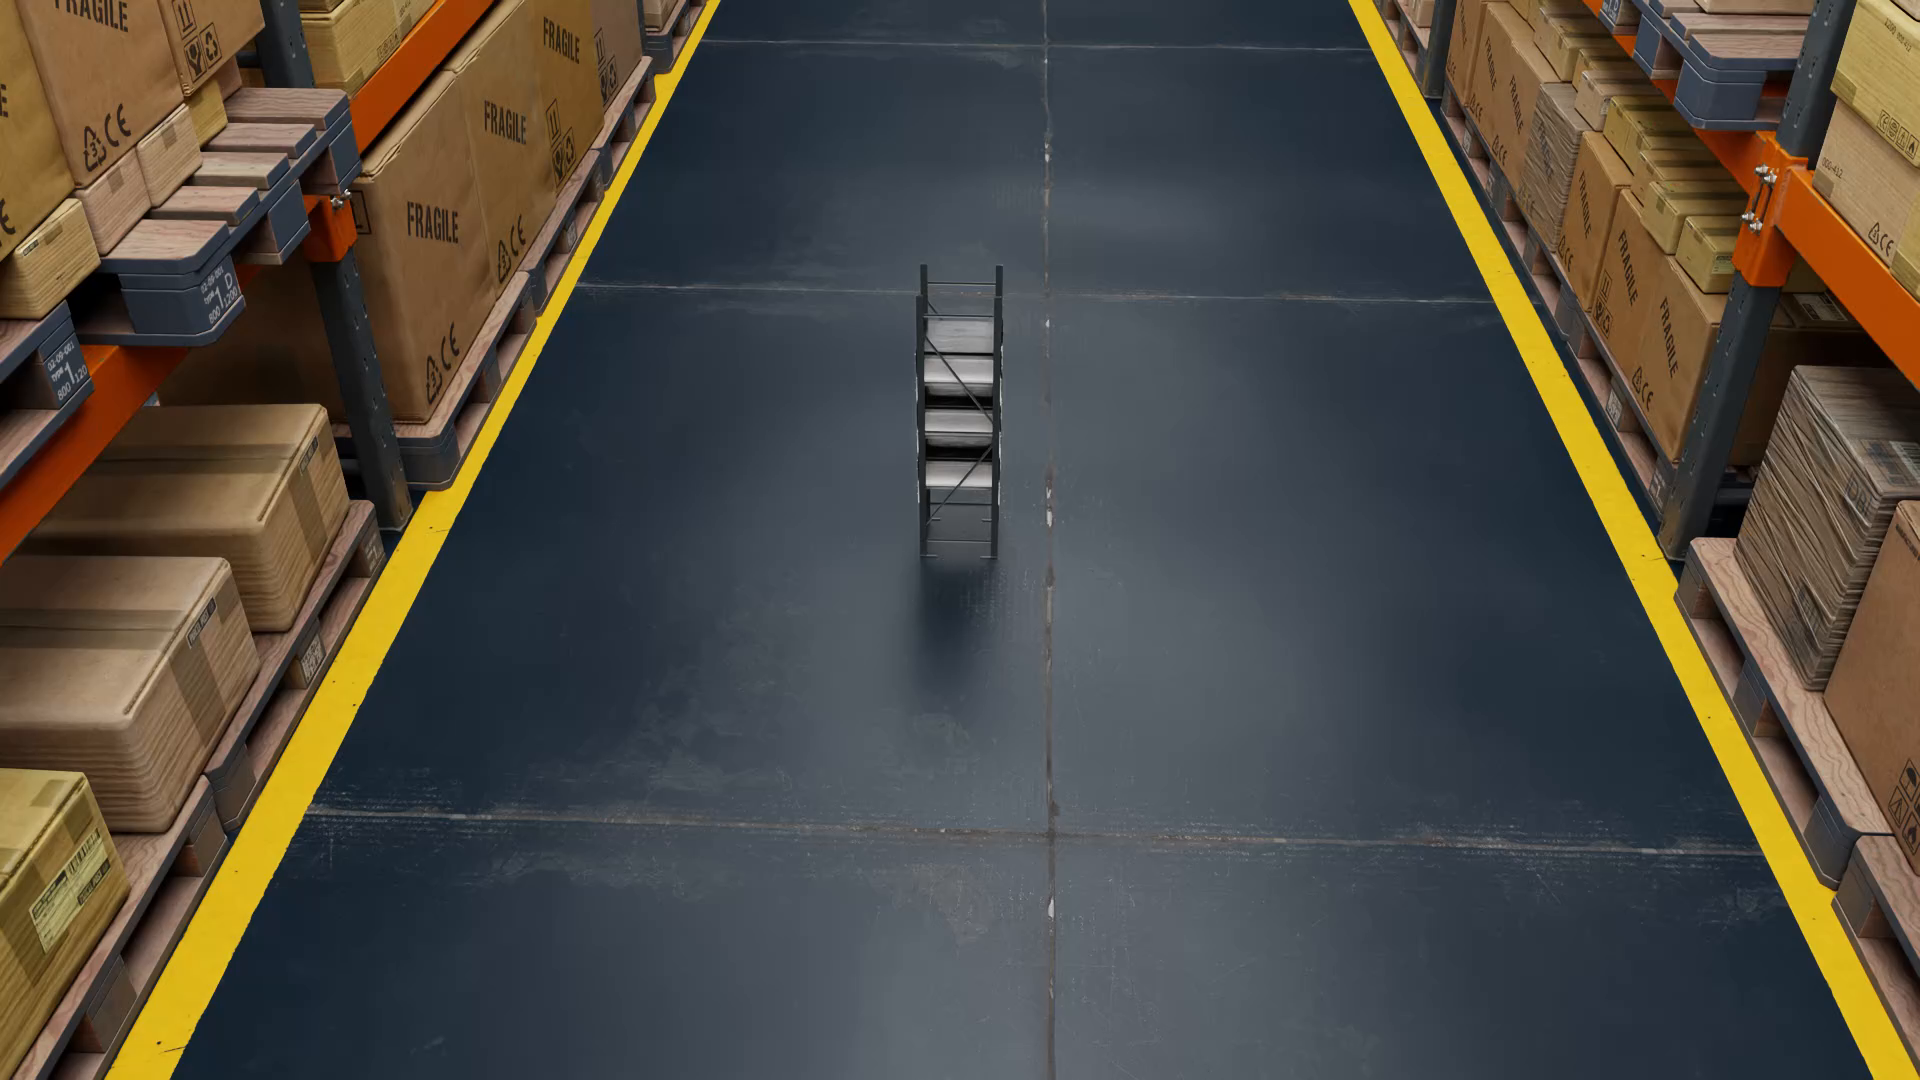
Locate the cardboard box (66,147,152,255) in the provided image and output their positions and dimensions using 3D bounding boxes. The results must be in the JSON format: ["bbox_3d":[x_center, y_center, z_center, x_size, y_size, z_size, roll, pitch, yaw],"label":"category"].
[{"bbox_3d":[-1.967,-0.722,3.521,0.380,0.149,0.250,0,35,0],"label":"cardboard box"}]

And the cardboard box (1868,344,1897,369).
[{"bbox_3d":[2.990,-0.565,5.253,0.500,0.500,0.500,3,35,4],"label":"cardboard box"}]

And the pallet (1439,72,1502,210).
[{"bbox_3d":[2.859,-1.869,7.726,1.003,0.211,1.213,1,35,2],"label":"pallet"}]

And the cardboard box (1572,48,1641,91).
[{"bbox_3d":[2.602,-1.785,6.426,0.380,0.149,0.250,1,35,2],"label":"cardboard box"}]

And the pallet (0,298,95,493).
[{"bbox_3d":[-2.305,-0.075,2.916,1.003,0.211,1.213,1,35,2],"label":"pallet"}]

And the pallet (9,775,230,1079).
[{"bbox_3d":[-2.351,0.997,3.648,1.003,0.211,1.213,1,35,2],"label":"pallet"}]

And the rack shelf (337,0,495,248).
[{"bbox_3d":[-2.186,-2.147,6.322,1.077,0.370,4.000,1,35,2],"label":"rack shelf"}]

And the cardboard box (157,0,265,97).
[{"bbox_3d":[-2.007,-1.359,3.864,0.500,0.500,0.500,0,35,1],"label":"cardboard box"}]

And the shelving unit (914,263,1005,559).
[{"bbox_3d":[0.000,-0.373,4.998,0.258,0.900,0.210,1,35,2],"label":"shelving unit"}]

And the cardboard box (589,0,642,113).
[{"bbox_3d":[-2.051,-2.535,7.731,0.875,0.875,0.875,2,35,3],"label":"cardboard box"}]

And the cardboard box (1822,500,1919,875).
[{"bbox_3d":[2.636,0.354,3.838,0.875,0.625,0.625,2,35,3],"label":"cardboard box"}]

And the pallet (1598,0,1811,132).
[{"bbox_3d":[2.650,-1.492,4.932,1.213,0.211,1.003,1,35,2],"label":"pallet"}]

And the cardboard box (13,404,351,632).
[{"bbox_3d":[-2.299,-0.065,4.653,0.950,0.372,0.625,-1,35,-1],"label":"cardboard box"}]

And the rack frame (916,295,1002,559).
[{"bbox_3d":[-0.004,-0.314,4.915,0.240,0.900,0.006,1,35,2],"label":"rack frame"}]

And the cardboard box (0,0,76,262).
[{"bbox_3d":[-2.036,-0.772,3.029,0.500,0.500,0.500,-1,35,-1],"label":"cardboard box"}]

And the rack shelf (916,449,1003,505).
[{"bbox_3d":[0.000,-0.198,5.121,0.258,0.077,0.200,1,35,2],"label":"rack shelf"}]

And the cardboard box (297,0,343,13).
[{"bbox_3d":[-1.999,-1.721,4.785,0.500,0.250,0.500,1,35,2],"label":"cardboard box"}]

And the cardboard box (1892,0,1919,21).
[{"bbox_3d":[2.386,-1.310,3.854,0.380,0.149,0.250,2,35,3],"label":"cardboard box"}]

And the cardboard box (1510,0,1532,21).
[{"bbox_3d":[2.641,-2.384,7.278,0.380,0.149,0.250,0,35,-1],"label":"cardboard box"}]

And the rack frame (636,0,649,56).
[{"bbox_3d":[-2.106,-3.590,7.750,1.000,3.000,0.127,1,35,2],"label":"rack frame"}]

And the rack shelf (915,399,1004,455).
[{"bbox_3d":[0.000,-0.346,5.017,0.258,0.077,0.200,1,35,2],"label":"rack shelf"}]

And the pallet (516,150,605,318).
[{"bbox_3d":[-2.108,-1.302,6.919,1.003,0.211,1.213,1,35,2],"label":"pallet"}]

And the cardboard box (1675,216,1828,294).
[{"bbox_3d":[2.460,-0.884,5.143,0.380,0.149,0.250,0,35,0],"label":"cardboard box"}]

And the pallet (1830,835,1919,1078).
[{"bbox_3d":[2.569,1.132,3.455,1.003,0.211,1.213,1,35,2],"label":"pallet"}]

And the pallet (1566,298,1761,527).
[{"bbox_3d":[2.761,-0.467,5.731,1.003,0.211,1.213,1,35,2],"label":"pallet"}]

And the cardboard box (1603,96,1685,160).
[{"bbox_3d":[2.560,-1.486,6.000,0.380,0.149,0.250,1,35,1],"label":"cardboard box"}]

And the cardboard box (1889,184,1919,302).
[{"bbox_3d":[2.406,-0.580,3.597,0.500,0.250,0.500,1,35,1],"label":"cardboard box"}]

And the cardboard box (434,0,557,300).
[{"bbox_3d":[-2.116,-1.502,6.261,0.875,0.875,0.875,2,35,2],"label":"cardboard box"}]

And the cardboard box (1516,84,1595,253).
[{"bbox_3d":[2.547,-1.464,6.533,0.500,0.500,0.500,0,35,0],"label":"cardboard box"}]

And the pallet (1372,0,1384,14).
[{"bbox_3d":[2.929,-3.434,9.953,1.003,0.211,1.213,1,35,2],"label":"pallet"}]

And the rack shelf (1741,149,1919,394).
[{"bbox_3d":[2.613,0.264,2.892,1.077,0.370,4.000,1,35,2],"label":"rack shelf"}]

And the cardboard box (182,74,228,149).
[{"bbox_3d":[-1.983,-1.012,3.934,0.380,0.149,0.250,2,35,3],"label":"cardboard box"}]

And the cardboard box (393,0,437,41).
[{"bbox_3d":[-1.993,-1.802,5.335,0.500,0.250,0.500,0,35,1],"label":"cardboard box"}]

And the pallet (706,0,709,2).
[{"bbox_3d":[-1.951,-3.587,10.171,1.003,0.211,1.213,1,35,2],"label":"pallet"}]

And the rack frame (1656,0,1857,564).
[{"bbox_3d":[2.693,-1.180,4.320,1.000,3.000,0.127,1,35,2],"label":"rack frame"}]

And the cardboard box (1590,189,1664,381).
[{"bbox_3d":[2.526,-0.864,5.679,0.500,0.500,0.500,1,35,1],"label":"cardboard box"}]

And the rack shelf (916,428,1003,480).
[{"bbox_3d":[0.000,-0.272,5.069,0.258,0.077,0.200,1,35,2],"label":"rack shelf"}]

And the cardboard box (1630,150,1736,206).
[{"bbox_3d":[2.495,-1.192,5.581,0.380,0.149,0.250,0,35,0],"label":"cardboard box"}]

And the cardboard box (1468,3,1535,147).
[{"bbox_3d":[2.598,-2.048,7.364,0.500,0.500,0.500,1,35,1],"label":"cardboard box"}]

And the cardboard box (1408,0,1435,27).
[{"bbox_3d":[2.583,-2.810,8.754,0.380,0.149,0.250,0,35,0],"label":"cardboard box"}]

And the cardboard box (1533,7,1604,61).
[{"bbox_3d":[2.596,-2.083,6.850,0.380,0.149,0.250,1,35,2],"label":"cardboard box"}]

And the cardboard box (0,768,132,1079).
[{"bbox_3d":[-2.357,0.795,3.430,0.950,0.372,0.625,2,35,3],"label":"cardboard box"}]
